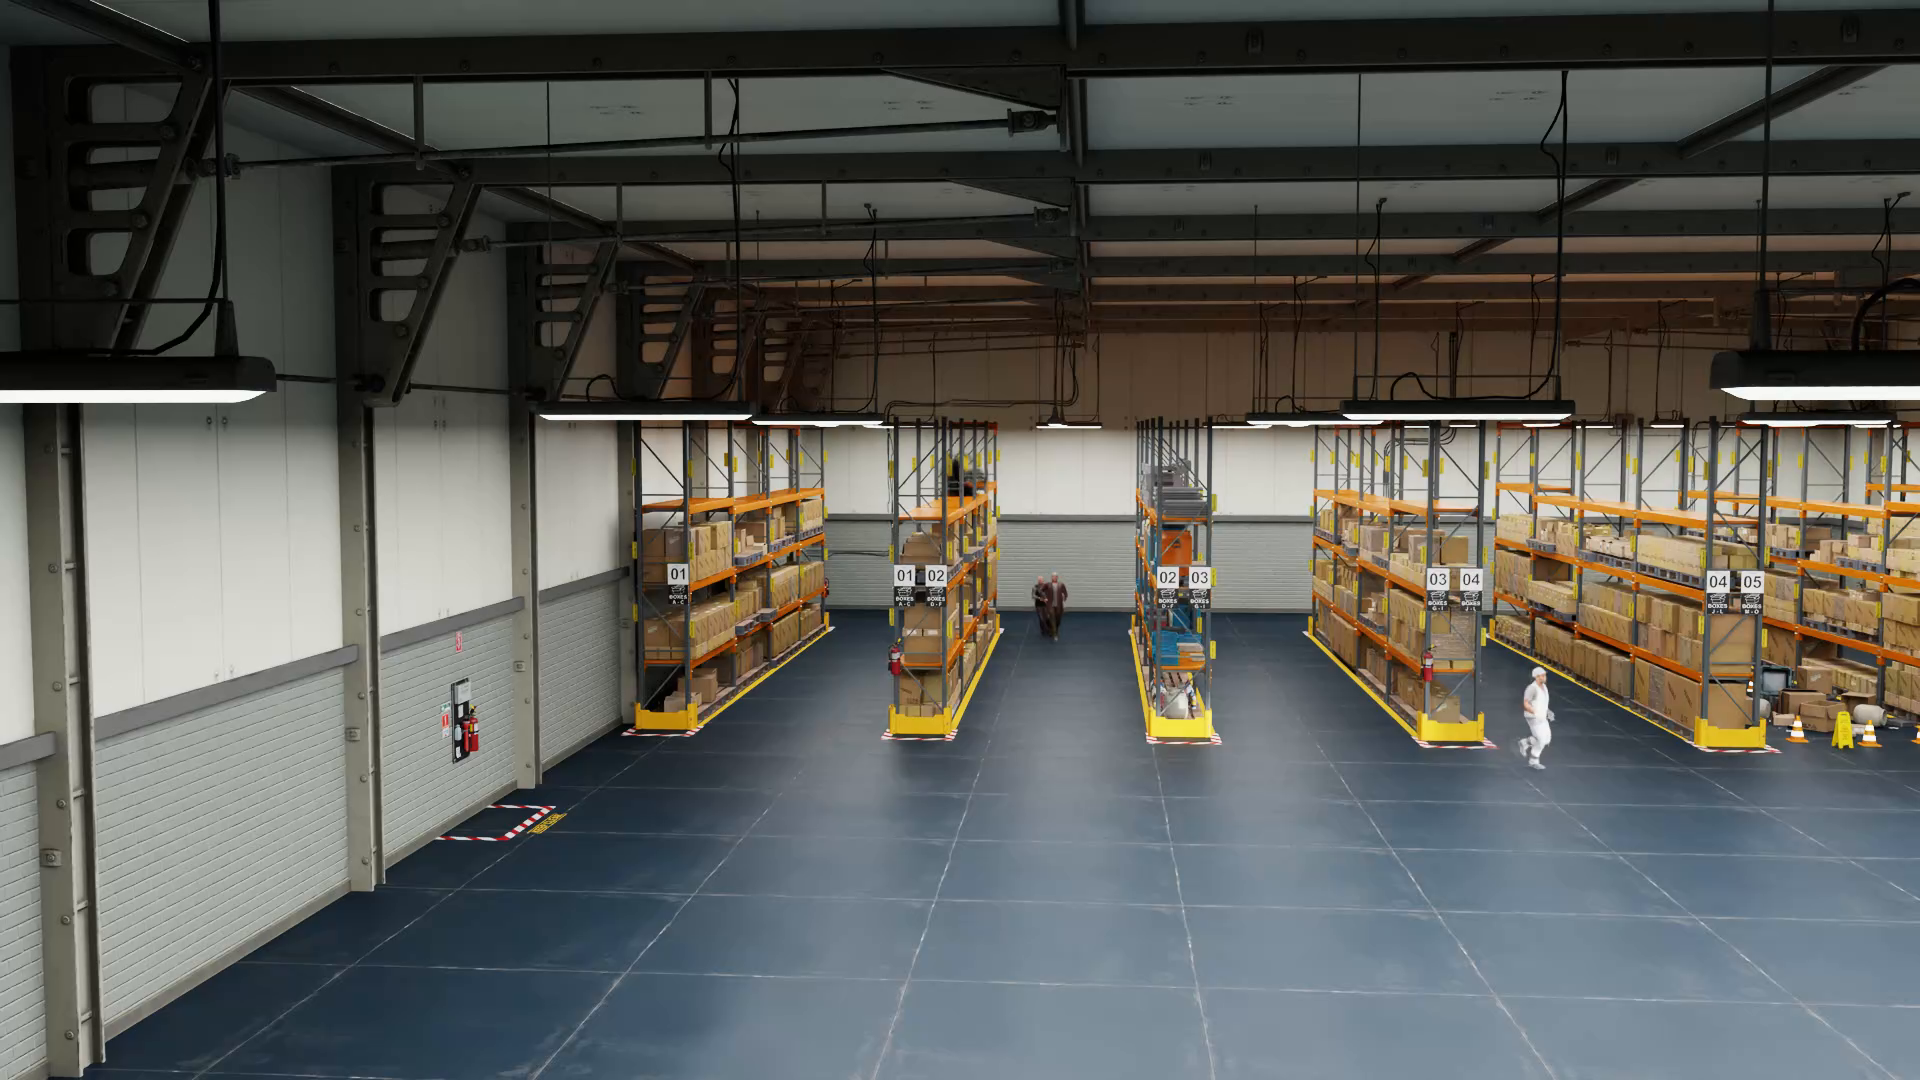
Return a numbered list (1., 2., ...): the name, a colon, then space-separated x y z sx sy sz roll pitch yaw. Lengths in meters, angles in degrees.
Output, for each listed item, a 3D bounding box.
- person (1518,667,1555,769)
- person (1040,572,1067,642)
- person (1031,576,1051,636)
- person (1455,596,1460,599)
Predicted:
1. person: 9.759 3.016 28.295 0.646 1.731 0.635 -4 5 -45
2. person: 2.457 1.738 43.439 0.711 1.766 0.900 0 4 -3
3. person: 2.308 1.876 46.456 0.633 1.618 0.661 0 4 0
4. person: 13.499 1.918 45.581 0.690 1.660 0.571 1 4 17
